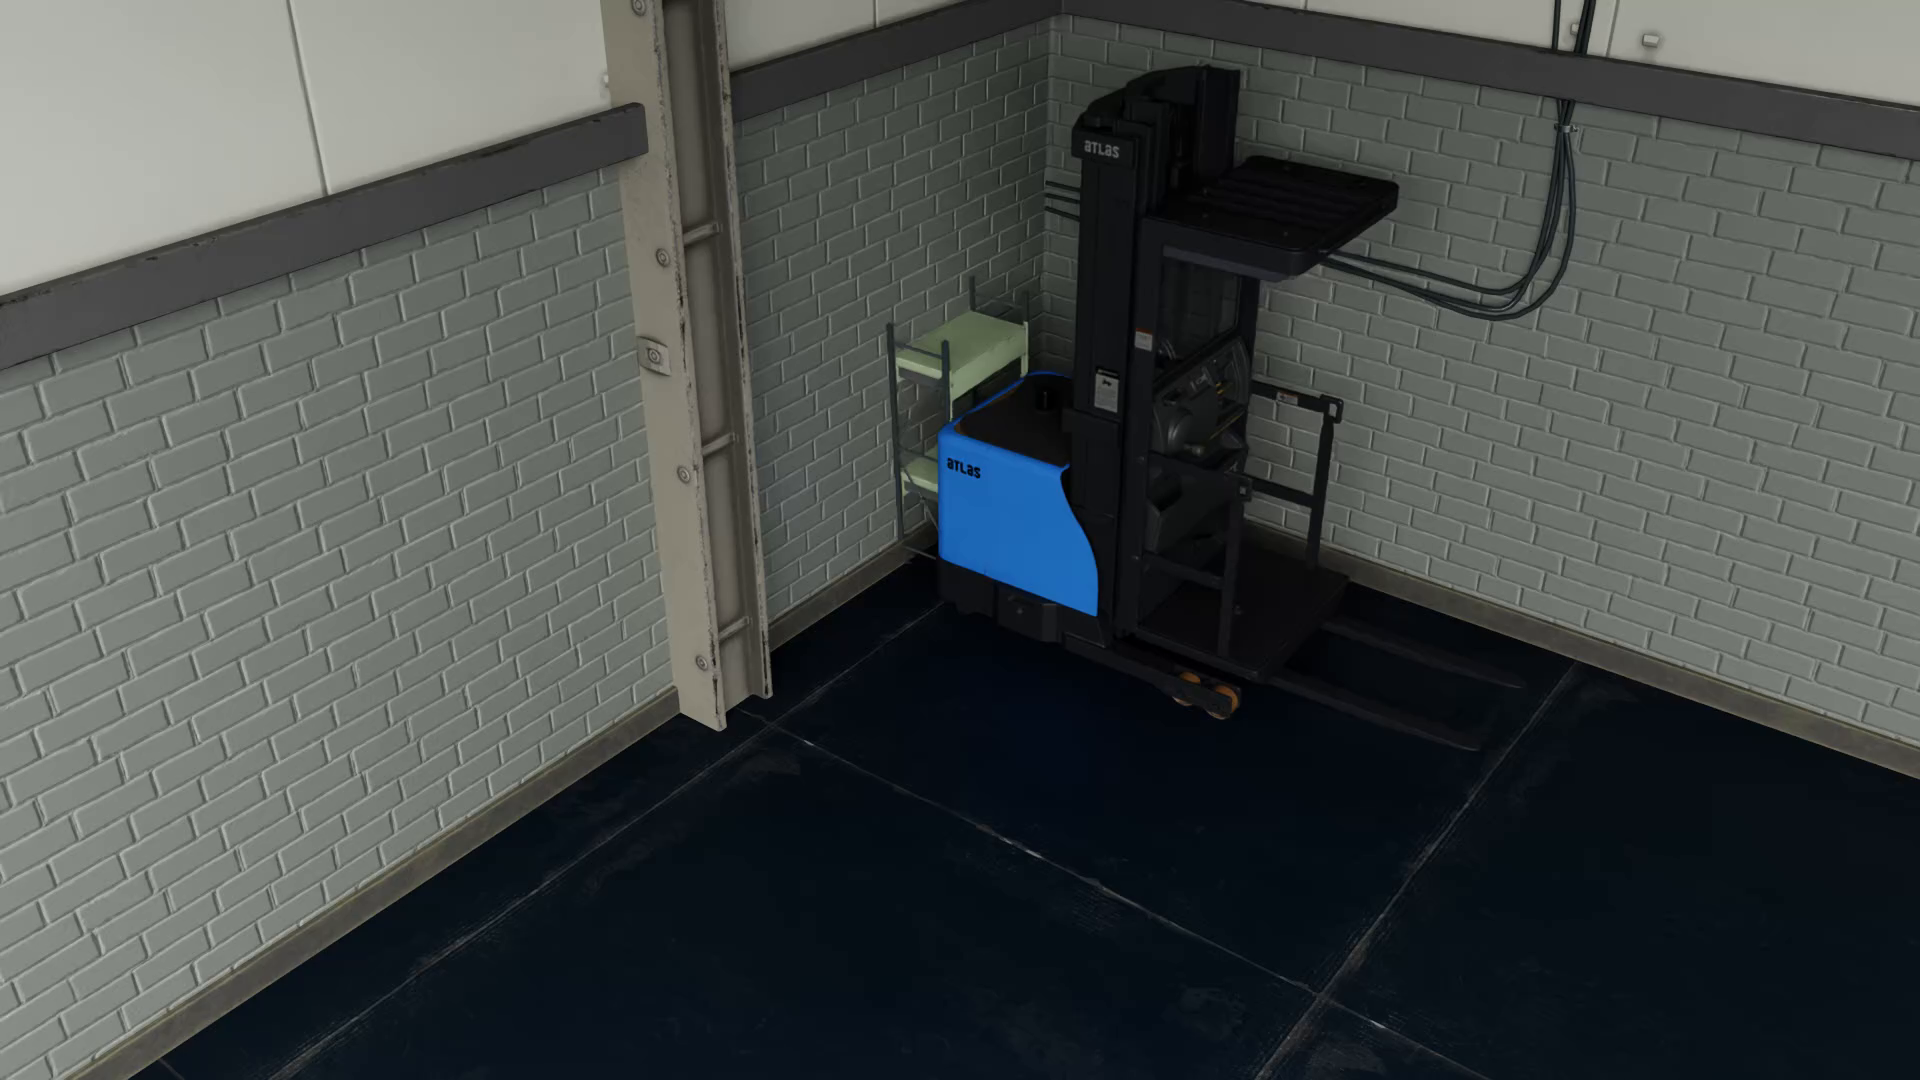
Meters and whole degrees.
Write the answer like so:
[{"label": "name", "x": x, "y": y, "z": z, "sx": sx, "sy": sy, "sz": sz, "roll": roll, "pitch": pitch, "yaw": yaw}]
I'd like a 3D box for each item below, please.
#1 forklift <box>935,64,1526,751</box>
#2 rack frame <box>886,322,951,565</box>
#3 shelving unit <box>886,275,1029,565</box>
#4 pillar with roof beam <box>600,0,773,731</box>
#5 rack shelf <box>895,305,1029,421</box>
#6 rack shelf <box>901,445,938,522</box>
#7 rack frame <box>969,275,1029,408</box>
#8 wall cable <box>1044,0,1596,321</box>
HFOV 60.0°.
[{"label": "forklift", "x": 1.362, "y": -0.677, "z": 8.074, "sx": 3.031, "sy": 2.935, "sz": 1.130, "roll": 20, "pitch": 36, "yaw": 30}, {"label": "rack frame", "x": -0.206, "y": -0.456, "z": 9.086, "sx": 0.400, "sy": 1.500, "sz": 0.023, "roll": 21, "pitch": 39, "yaw": 31}, {"label": "shelving unit", "x": 0.011, "y": -0.622, "z": 9.329, "sx": 0.431, "sy": 1.500, "sz": 0.755, "roll": 21, "pitch": 39, "yaw": 31}, {"label": "pillar with roof beam", "x": 2.242, "y": -1.727, "z": 3.895, "sx": 9.100, "sy": 9.000, "sz": 0.400, "roll": 21, "pitch": 37, "yaw": 31}, {"label": "rack shelf", "x": 0.001, "y": -0.949, "z": 9.116, "sx": 0.431, "sy": 0.370, "sz": 0.720, "roll": 21, "pitch": 39, "yaw": 31}, {"label": "rack shelf", "x": 0.019, "y": -0.350, "z": 9.508, "sx": 0.431, "sy": 0.370, "sz": 0.720, "roll": 21, "pitch": 39, "yaw": 31}, {"label": "rack frame", "x": 0.228, "y": -0.788, "z": 9.573, "sx": 0.400, "sy": 1.500, "sz": 0.023, "roll": 21, "pitch": 39, "yaw": 31}, {"label": "wall cable", "x": 1.642, "y": -2.506, "z": 8.256, "sx": 3.097, "sy": 2.526, "sz": 0.112, "roll": 21, "pitch": 37, "yaw": 31}]
